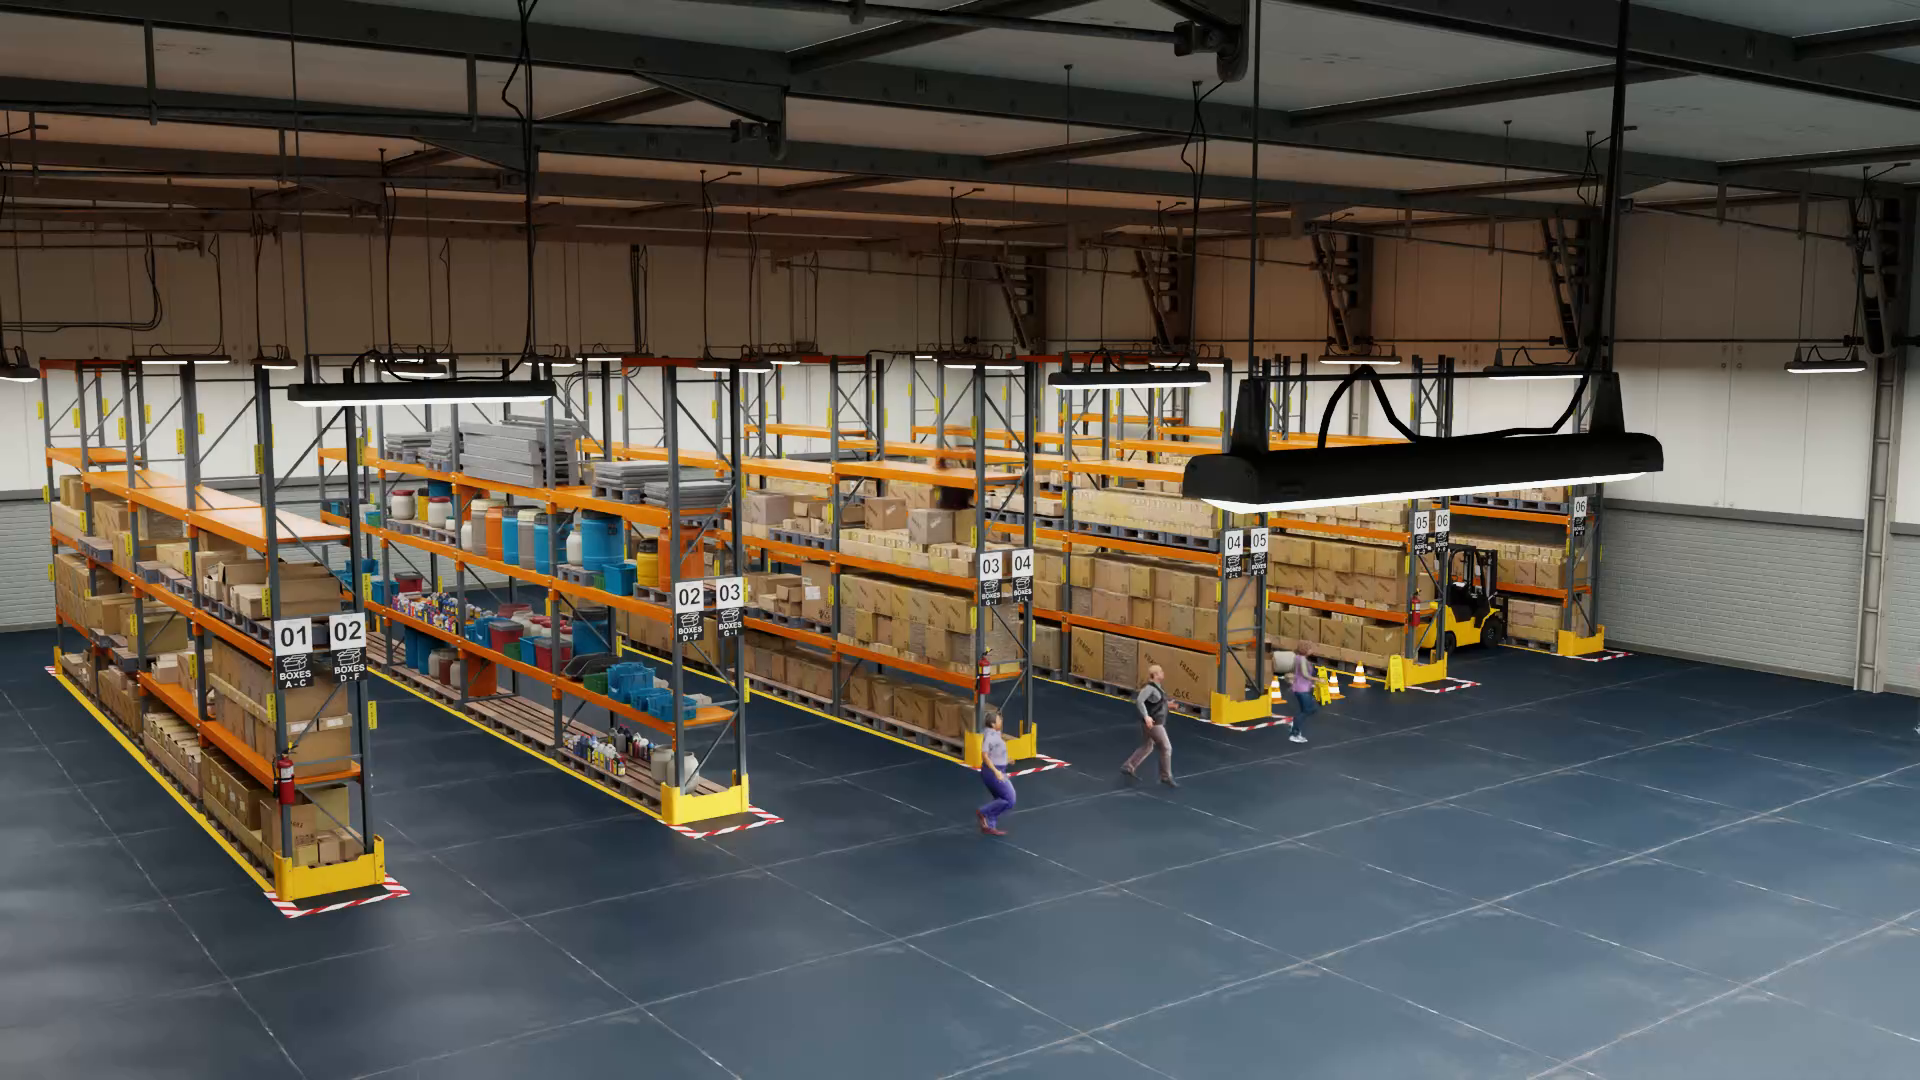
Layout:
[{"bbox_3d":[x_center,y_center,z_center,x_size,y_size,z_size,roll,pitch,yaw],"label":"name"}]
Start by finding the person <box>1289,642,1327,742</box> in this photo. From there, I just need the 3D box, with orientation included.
[{"bbox_3d":[5.507,2.401,26.407,0.566,1.564,0.605,0,7,3],"label":"person"}]

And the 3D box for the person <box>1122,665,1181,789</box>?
[{"bbox_3d":[2.725,2.642,23.655,0.834,1.759,0.649,0,7,3],"label":"person"}]

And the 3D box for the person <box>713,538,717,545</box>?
[{"bbox_3d":[-6.085,0.596,41.310,0.691,1.558,0.522,6,9,41],"label":"person"}]

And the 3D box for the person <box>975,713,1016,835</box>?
[{"bbox_3d":[0.450,2.999,21.285,0.546,1.606,0.613,-1,7,-7],"label":"person"}]
